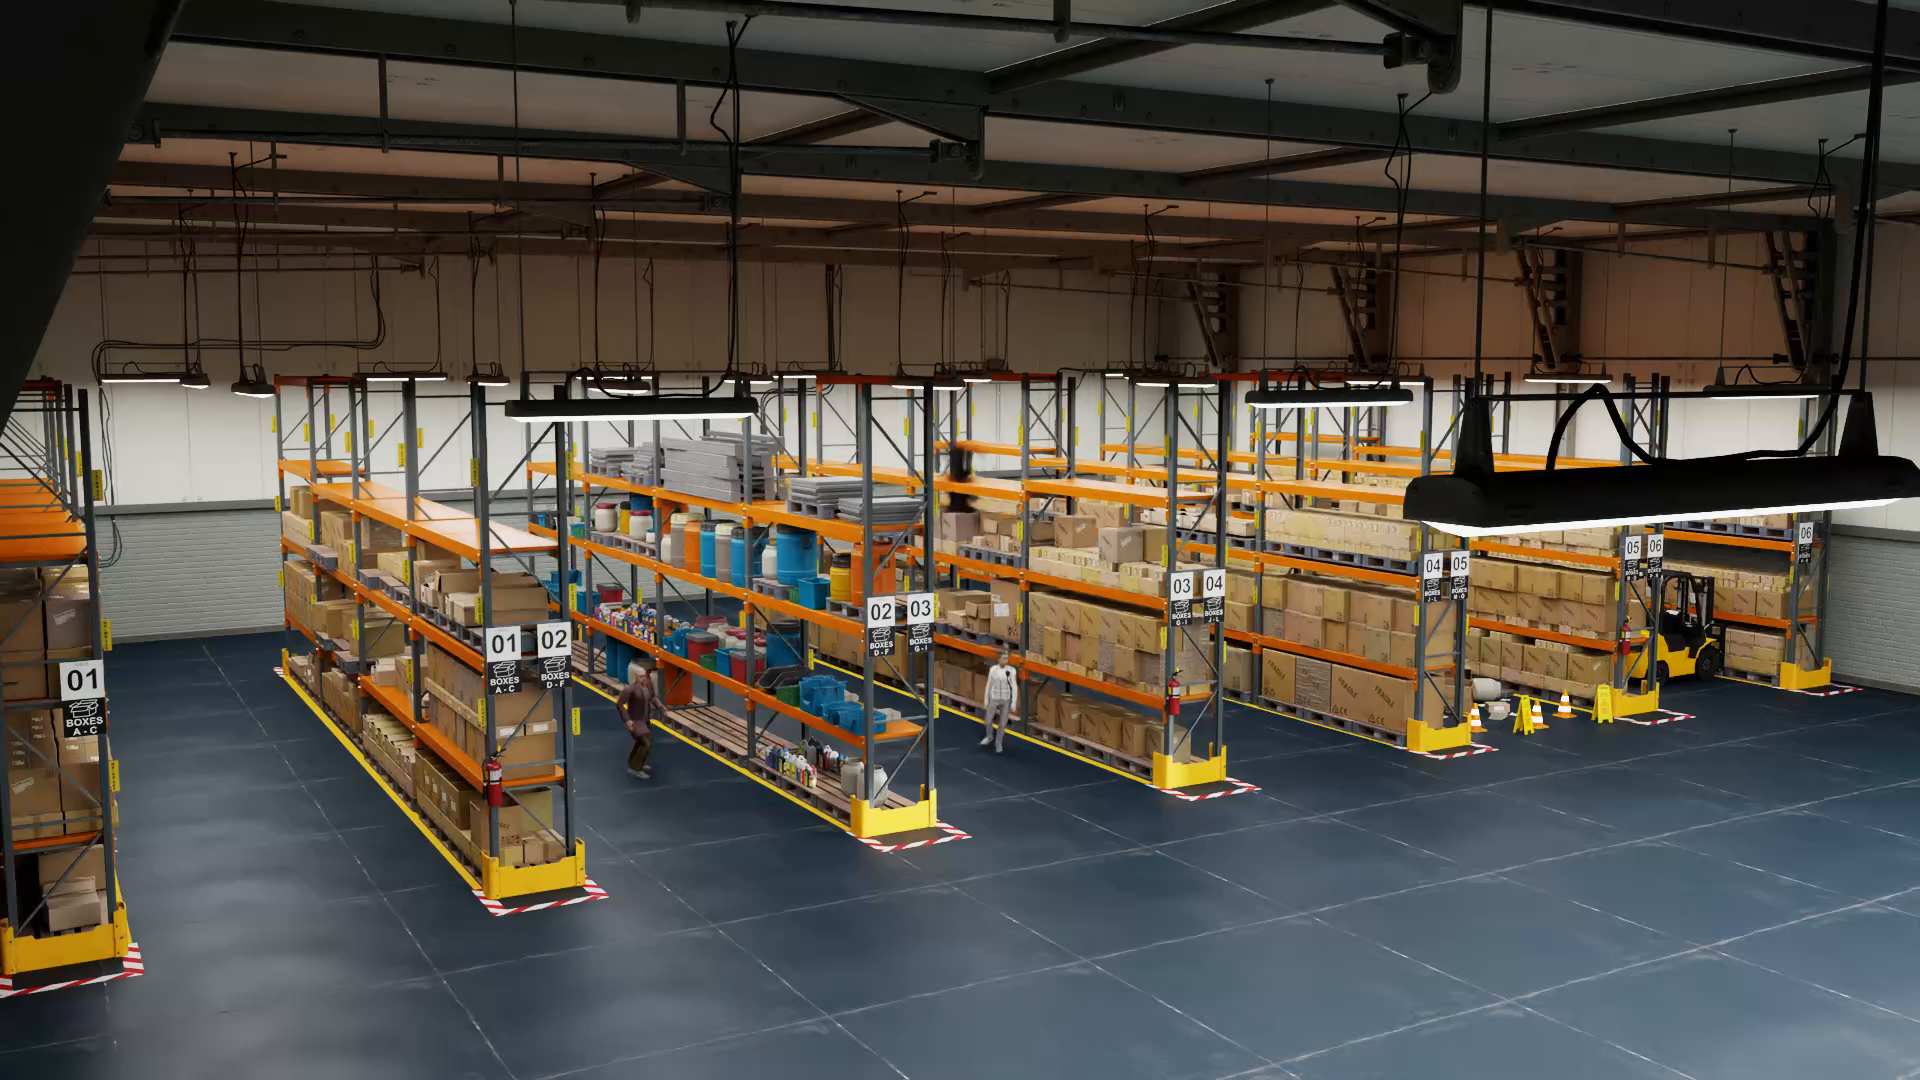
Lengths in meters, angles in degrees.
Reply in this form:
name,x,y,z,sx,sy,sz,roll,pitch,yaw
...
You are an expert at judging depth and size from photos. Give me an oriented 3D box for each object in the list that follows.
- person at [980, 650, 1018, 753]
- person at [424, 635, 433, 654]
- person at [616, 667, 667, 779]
name,x,y,z,sx,sy,sz,roll,pitch,yaw
person,0.624,2.591,26.752,0.605,1.699,0.481,0,6,3
person,-10.322,2.028,32.275,0.568,1.561,0.803,-6,9,-43
person,-4.824,2.754,25.207,0.819,1.718,0.729,2,7,20
